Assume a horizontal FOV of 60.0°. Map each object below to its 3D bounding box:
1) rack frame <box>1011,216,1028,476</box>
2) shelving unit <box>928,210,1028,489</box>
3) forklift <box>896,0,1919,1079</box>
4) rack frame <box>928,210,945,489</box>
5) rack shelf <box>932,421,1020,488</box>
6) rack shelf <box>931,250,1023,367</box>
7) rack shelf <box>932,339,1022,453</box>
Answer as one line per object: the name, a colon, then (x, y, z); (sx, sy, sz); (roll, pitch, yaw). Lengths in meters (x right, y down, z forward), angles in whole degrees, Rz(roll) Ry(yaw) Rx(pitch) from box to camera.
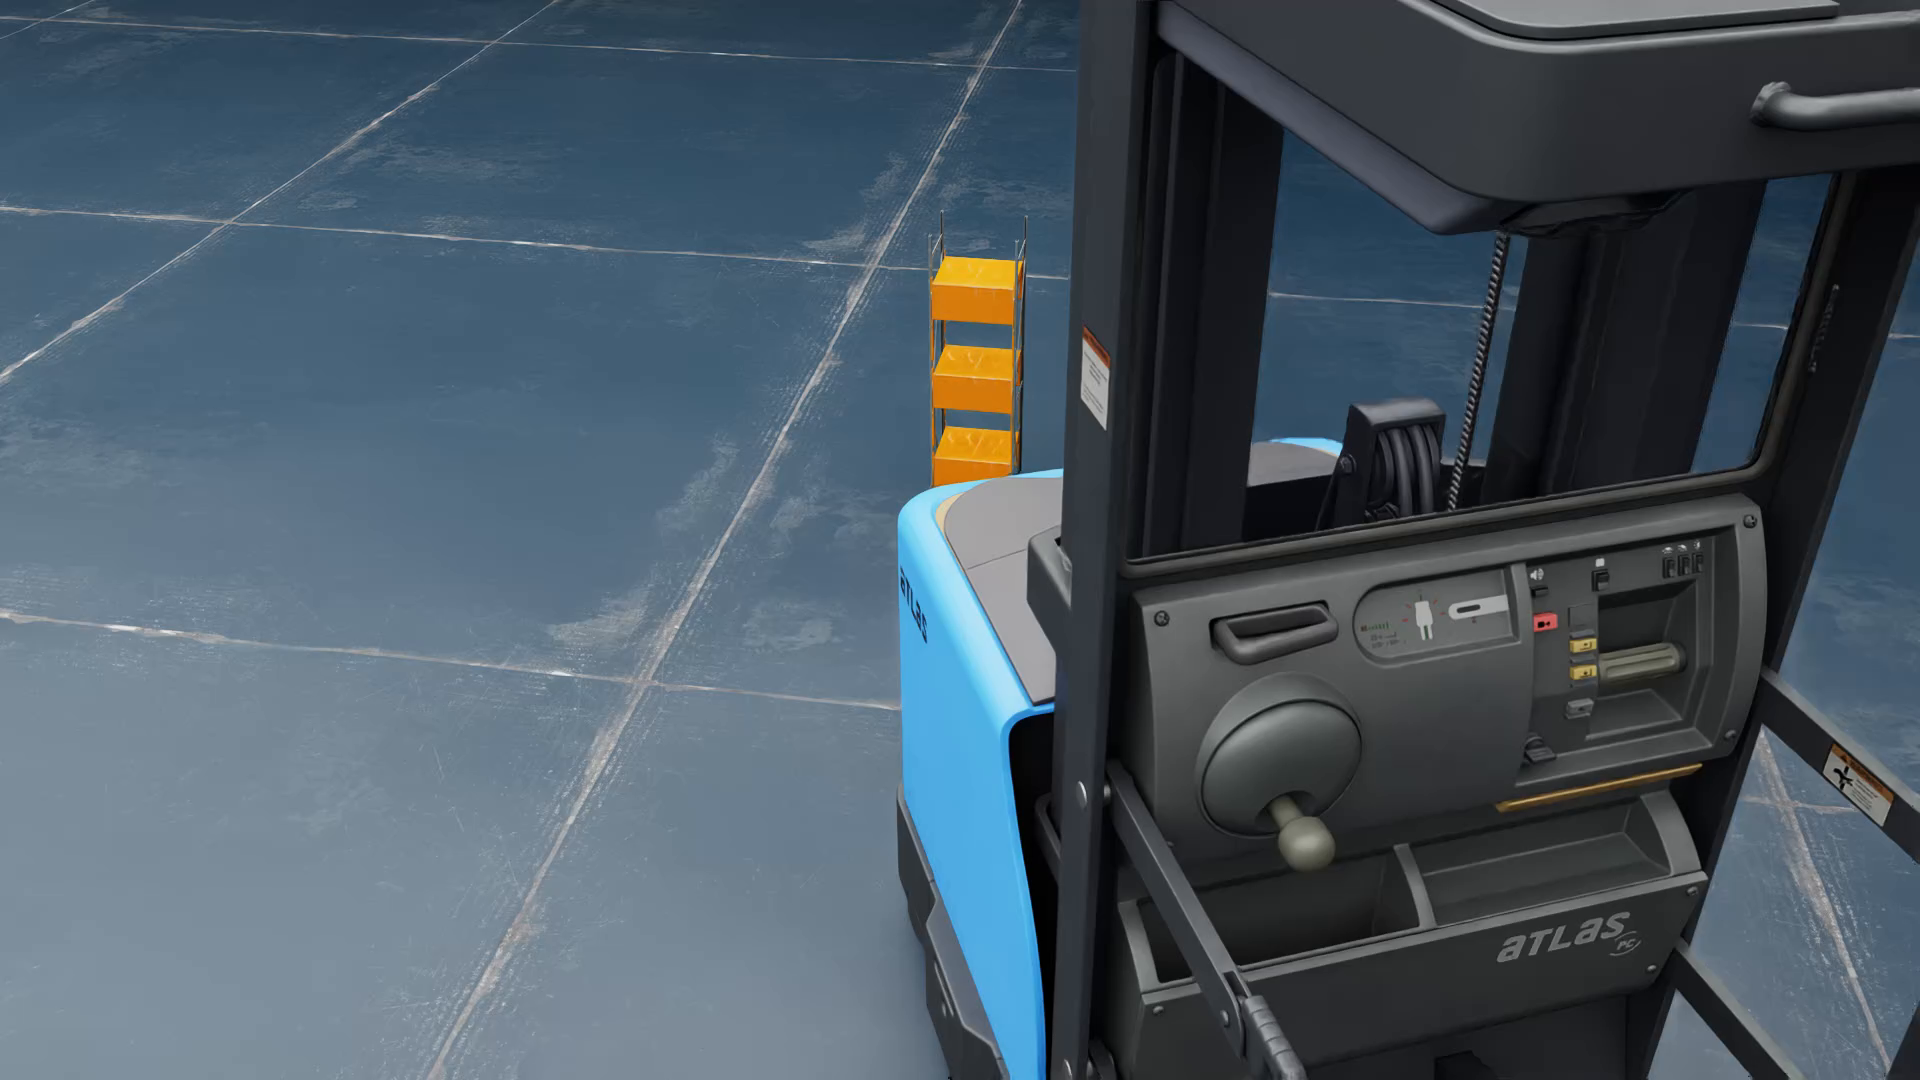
rack frame: (0.173, -0.429, 4.946); (0.008, 1.050, 0.200); (5, 32, 8)
shelving unit: (0.053, -0.440, 4.964); (0.252, 1.050, 0.215); (5, 32, 8)
forklift: (0.748, 0.247, 2.093); (1.130, 2.935, 3.031); (-9, 33, -13)
rack frame: (-0.068, -0.451, 4.981); (0.008, 1.050, 0.200); (5, 32, 8)
rack shelf: (0.053, -0.196, 5.117); (0.240, 0.259, 0.215); (5, 32, 8)
rack shelf: (0.053, -0.672, 4.819); (0.240, 0.259, 0.215); (5, 32, 8)
rack shelf: (0.053, -0.431, 4.969); (0.240, 0.259, 0.215); (5, 32, 8)
